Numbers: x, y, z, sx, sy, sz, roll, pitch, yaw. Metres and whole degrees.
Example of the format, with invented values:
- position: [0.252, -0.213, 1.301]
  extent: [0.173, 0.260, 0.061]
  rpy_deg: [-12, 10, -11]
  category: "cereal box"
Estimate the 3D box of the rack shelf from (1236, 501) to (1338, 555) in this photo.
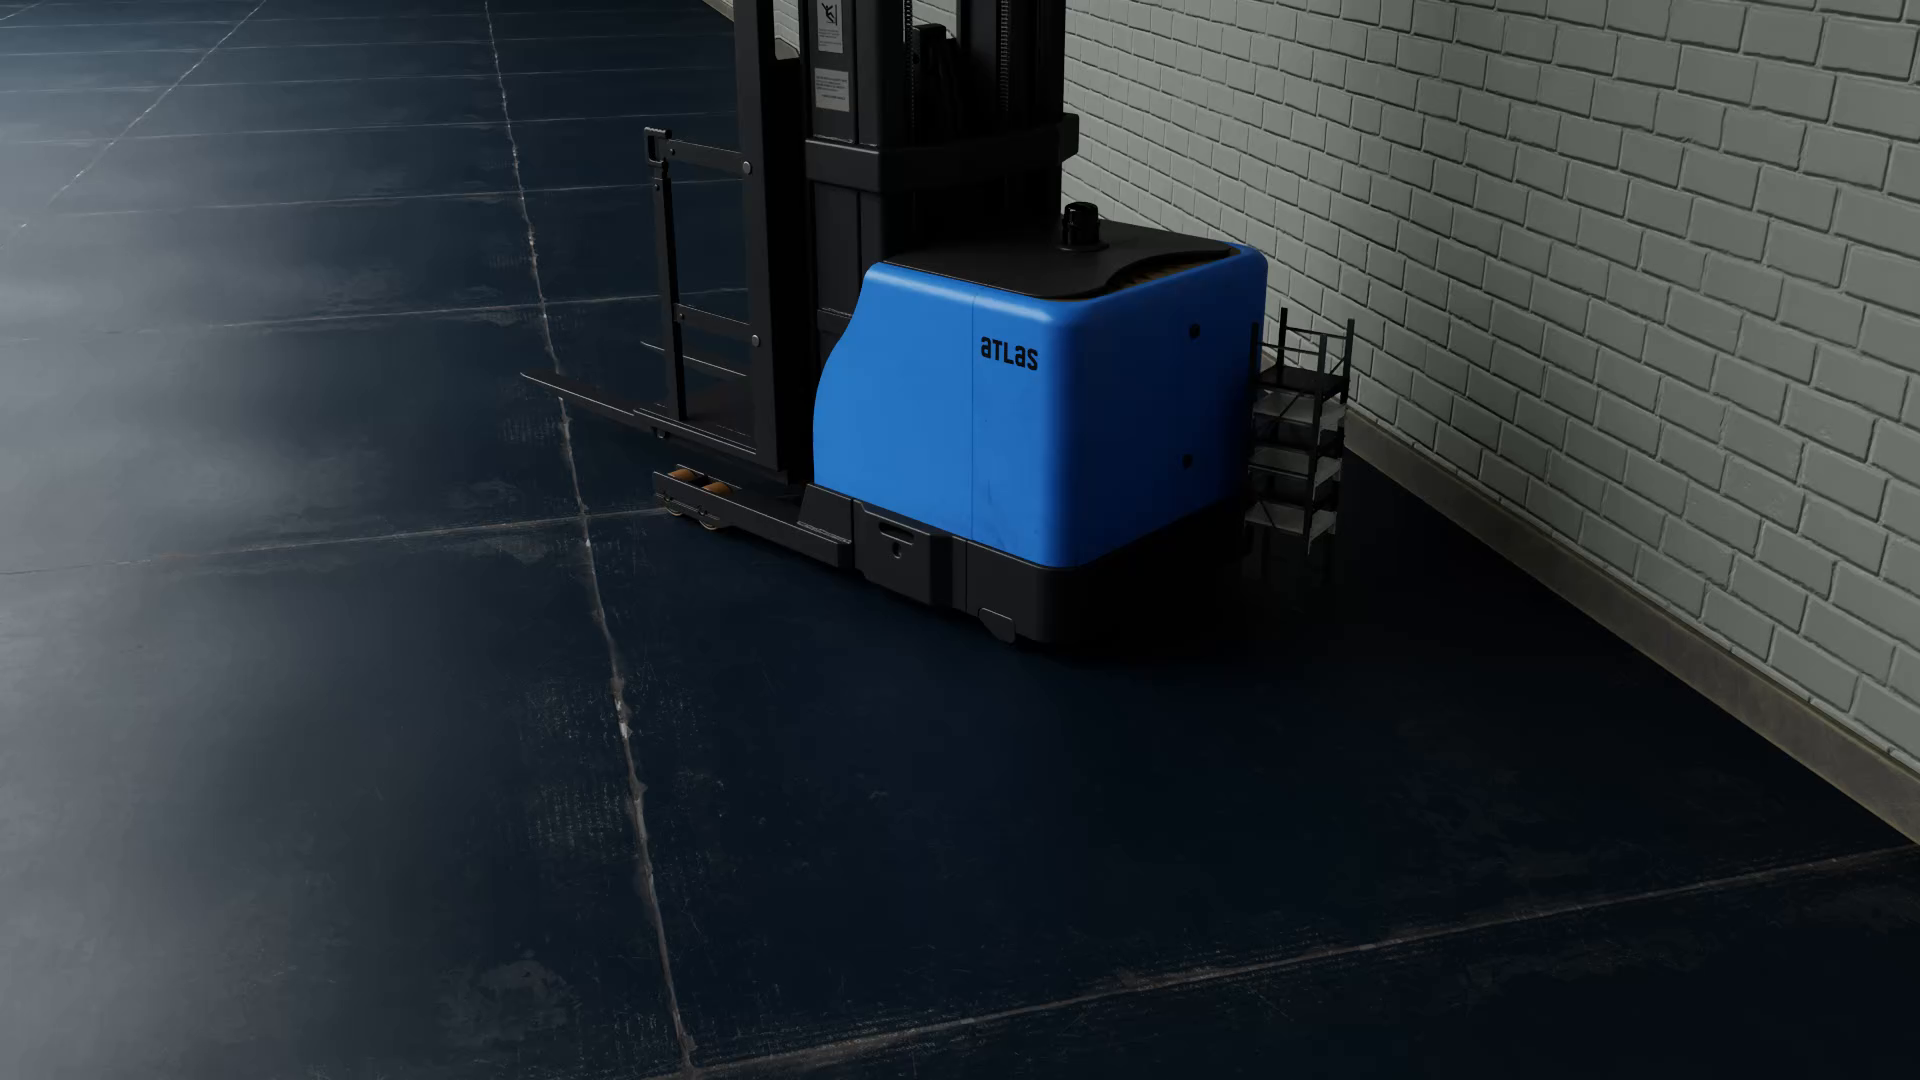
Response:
- position: [1.035, -0.050, 5.267]
  extent: [0.258, 0.077, 0.200]
  rpy_deg: [15, 28, 32]
  category: "rack shelf"

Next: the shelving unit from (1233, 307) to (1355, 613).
- position: [1.035, -0.246, 5.183]
  extent: [0.258, 0.900, 0.210]
  rpy_deg: [15, 28, 32]
  category: "shelving unit"

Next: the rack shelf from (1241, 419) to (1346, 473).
- position: [1.035, -0.299, 5.161]
  extent: [0.258, 0.077, 0.200]
  rpy_deg: [15, 28, 32]
  category: "rack shelf"

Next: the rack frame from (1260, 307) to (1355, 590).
- position: [1.093, -0.279, 5.260]
  extent: [0.240, 0.900, 0.006]
  rpy_deg: [15, 28, 32]
  category: "rack frame"

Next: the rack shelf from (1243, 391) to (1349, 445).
- position: [1.035, -0.381, 5.125]
  extent: [0.258, 0.077, 0.200]
  rpy_deg: [15, 28, 32]
  category: "rack shelf"

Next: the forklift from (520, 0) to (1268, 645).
- position: [-0.457, -1.514, 5.561]
  extent: [3.031, 2.935, 1.130]
  rpy_deg: [20, 30, 39]
  category: "forklift"

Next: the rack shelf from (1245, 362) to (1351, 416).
- position: [1.035, -0.464, 5.090]
  extent: [0.258, 0.077, 0.200]
  rpy_deg: [15, 28, 32]
  category: "rack shelf"

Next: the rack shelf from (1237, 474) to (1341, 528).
- position: [1.035, -0.133, 5.232]
  extent: [0.258, 0.077, 0.200]
  rpy_deg: [15, 28, 32]
  category: "rack shelf"

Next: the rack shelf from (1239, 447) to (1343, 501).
- position: [1.035, -0.216, 5.196]
  extent: [0.258, 0.077, 0.200]
  rpy_deg: [15, 28, 32]
  category: "rack shelf"

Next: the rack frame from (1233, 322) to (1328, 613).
- position: [0.976, -0.214, 5.107]
  extent: [0.240, 0.900, 0.006]
  rpy_deg: [15, 28, 32]
  category: "rack frame"
